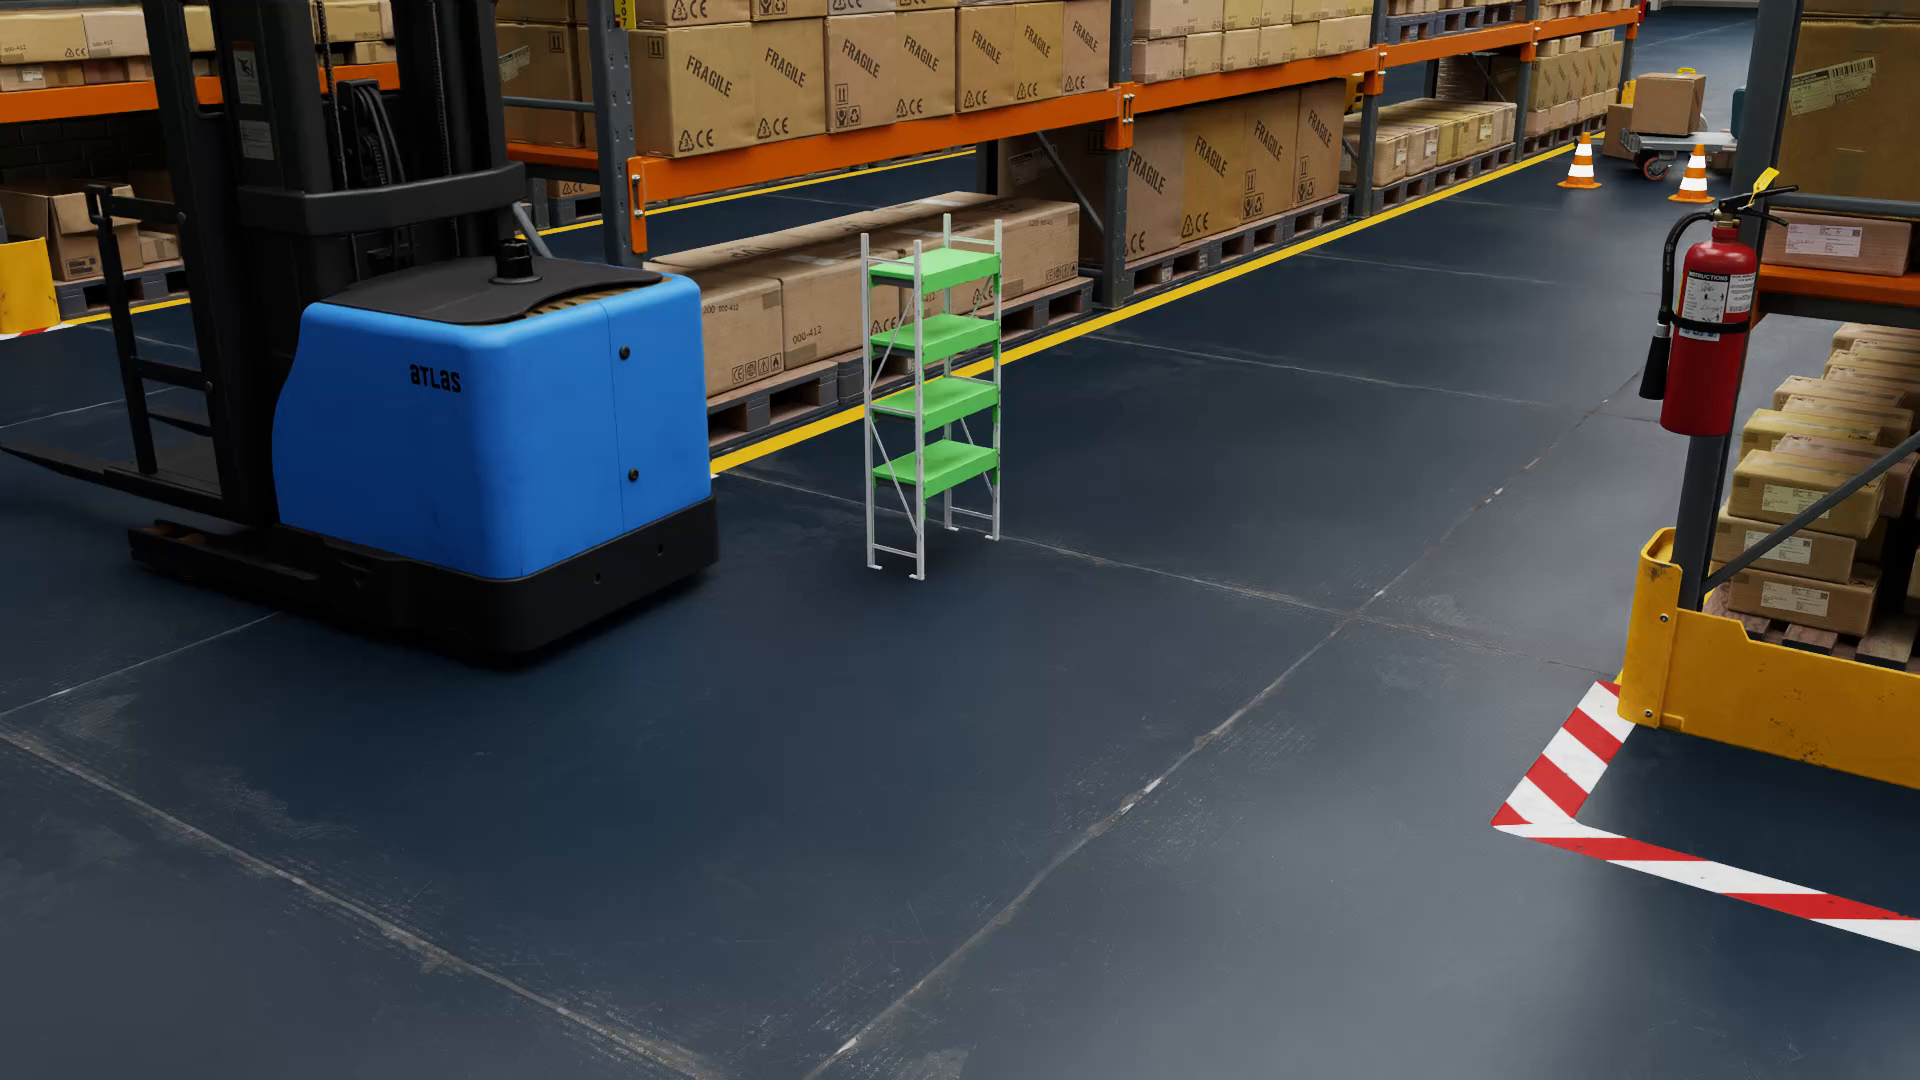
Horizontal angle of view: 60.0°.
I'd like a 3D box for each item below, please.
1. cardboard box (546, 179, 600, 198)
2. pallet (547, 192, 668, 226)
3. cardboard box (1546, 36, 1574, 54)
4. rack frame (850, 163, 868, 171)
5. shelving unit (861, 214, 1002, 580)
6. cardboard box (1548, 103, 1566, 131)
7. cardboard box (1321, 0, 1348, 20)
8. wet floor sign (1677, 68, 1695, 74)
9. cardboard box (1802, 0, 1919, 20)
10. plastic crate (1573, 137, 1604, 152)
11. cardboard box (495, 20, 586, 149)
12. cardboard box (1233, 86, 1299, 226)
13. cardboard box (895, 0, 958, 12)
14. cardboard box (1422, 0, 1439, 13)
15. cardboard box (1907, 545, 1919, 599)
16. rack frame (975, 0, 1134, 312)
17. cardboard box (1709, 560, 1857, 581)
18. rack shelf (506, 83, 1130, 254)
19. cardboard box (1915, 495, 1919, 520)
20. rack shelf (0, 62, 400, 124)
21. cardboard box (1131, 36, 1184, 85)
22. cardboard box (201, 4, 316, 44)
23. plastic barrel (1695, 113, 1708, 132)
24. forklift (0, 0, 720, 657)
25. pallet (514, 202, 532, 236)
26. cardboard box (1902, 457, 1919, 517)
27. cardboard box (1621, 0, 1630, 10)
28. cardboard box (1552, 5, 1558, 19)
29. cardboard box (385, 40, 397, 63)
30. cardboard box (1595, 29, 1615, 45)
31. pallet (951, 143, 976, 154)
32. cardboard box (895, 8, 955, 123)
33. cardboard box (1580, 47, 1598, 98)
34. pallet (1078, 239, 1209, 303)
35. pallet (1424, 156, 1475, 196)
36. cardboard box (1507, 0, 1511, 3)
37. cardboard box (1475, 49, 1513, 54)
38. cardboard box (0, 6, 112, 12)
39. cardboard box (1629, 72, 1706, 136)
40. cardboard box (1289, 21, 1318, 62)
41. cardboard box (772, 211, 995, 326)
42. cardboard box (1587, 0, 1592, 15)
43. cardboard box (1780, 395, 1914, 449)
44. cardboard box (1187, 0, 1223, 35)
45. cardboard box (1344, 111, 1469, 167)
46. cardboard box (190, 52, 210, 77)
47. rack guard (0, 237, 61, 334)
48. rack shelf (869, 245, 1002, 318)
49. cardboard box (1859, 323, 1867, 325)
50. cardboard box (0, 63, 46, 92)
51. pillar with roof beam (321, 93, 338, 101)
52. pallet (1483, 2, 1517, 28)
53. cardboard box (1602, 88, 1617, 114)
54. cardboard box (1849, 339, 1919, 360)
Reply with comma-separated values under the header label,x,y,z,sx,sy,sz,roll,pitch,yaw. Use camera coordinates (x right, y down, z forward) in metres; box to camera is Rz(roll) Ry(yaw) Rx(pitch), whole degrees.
label,x,y,z,sx,sy,sz,roll,pitch,yaw
cardboard box,-3.109,-2.971,12.971,0.500,0.500,0.500,15,25,34
pallet,-3.141,-2.785,13.489,1.003,0.211,1.213,13,24,32
cardboard box,6.000,-5.032,16.887,0.380,0.149,0.250,14,25,34
rack frame,-1.318,-4.999,15.457,1.000,3.000,0.127,13,24,32
shelving unit,-0.093,-0.515,5.928,0.258,1.200,0.503,13,24,32
cardboard box,5.884,-4.359,17.085,0.500,0.250,0.500,15,25,35
cardboard box,2.442,-3.860,11.873,0.500,0.250,0.500,13,24,30
wet floor sign,8.278,-5.069,19.040,0.232,0.644,0.267,-14,25,-33
cardboard box,2.494,-1.636,4.350,0.500,0.500,0.500,13,24,31
plastic crate,6.599,-4.101,17.237,0.402,0.080,0.583,5,21,13
cardboard box,-1.656,-1.974,7.134,0.500,0.500,0.500,13,24,32
cardboard box,1.827,-2.796,11.957,0.875,0.875,0.875,14,24,32
cardboard box,-0.355,-2.777,7.864,0.500,0.500,0.500,13,24,32
cardboard box,3.676,-4.388,13.559,0.380,0.149,0.250,13,24,32
cardboard box,2.950,0.100,4.747,0.380,0.149,0.250,14,25,34
rack frame,0.541,-2.885,9.740,1.000,3.000,0.127,13,24,32
cardboard box,2.627,0.054,5.299,0.380,0.149,0.250,14,25,33
rack shelf,-0.584,-1.973,8.313,1.077,0.370,4.000,13,24,32
cardboard box,3.074,-0.126,4.929,0.380,0.149,0.250,14,24,33
rack shelf,-4.691,-2.940,10.928,1.077,0.370,4.000,13,24,32
cardboard box,1.006,-2.889,9.968,0.500,0.250,0.500,13,24,31
cardboard box,-4.502,-3.292,10.630,0.500,0.250,0.500,13,24,30
plastic barrel,7.377,-4.232,17.095,0.421,0.421,0.512,-6,21,-15
forklift,-2.378,-1.372,5.750,3.031,2.935,1.130,12,23,29
pallet,-3.953,-2.347,12.306,1.003,0.211,1.213,13,24,32
cardboard box,3.030,-0.214,5.594,0.380,0.149,0.250,13,24,31
cardboard box,7.202,-5.967,18.434,0.380,0.149,0.250,13,24,31
cardboard box,5.703,-5.255,16.510,0.380,0.149,0.250,13,24,32
cardboard box,-3.961,-3.365,11.400,0.380,0.149,0.250,14,24,33
cardboard box,6.901,-5.492,18.131,0.380,0.149,0.250,14,25,33
pallet,-0.137,-4.269,17.501,1.003,0.211,1.213,13,24,32
cardboard box,-0.371,-2.306,8.030,0.500,0.500,0.500,14,25,34
cardboard box,6.472,-5.012,17.769,0.500,0.500,0.500,13,24,31
pallet,0.912,-1.813,10.862,1.003,0.211,1.213,13,24,32
pallet,3.916,-3.297,14.874,1.003,0.211,1.213,13,24,32
cardboard box,4.814,-4.986,15.176,0.380,0.149,0.250,12,24,30
cardboard box,5.433,-4.808,17.215,0.500,0.500,0.500,14,24,33
cardboard box,-5.485,-3.105,10.122,0.500,0.250,0.500,13,24,32
cardboard box,6.527,-4.024,15.332,0.500,0.500,0.500,13,24,32
cardboard box,2.149,-3.475,11.553,0.500,0.250,0.500,13,24,31
cardboard box,-0.404,-1.464,8.986,0.875,0.438,0.875,12,24,30
cardboard box,6.326,-5.533,17.262,0.380,0.149,0.250,13,24,32
cardboard box,2.958,-0.363,5.569,0.380,0.149,0.250,12,24,30
cardboard box,1.291,-3.275,10.291,0.500,0.250,0.500,14,24,33
cardboard box,3.954,-3.587,14.821,0.950,0.372,0.625,14,25,34
cardboard box,-4.842,-2.929,10.222,0.380,0.149,0.250,14,24,33
rack guard,-5.772,-1.553,9.744,1.175,0.500,0.348,13,24,32
rack shelf,-0.093,-0.906,5.784,0.258,0.148,0.480,13,24,32
cardboard box,4.123,-0.961,7.187,0.380,0.149,0.250,15,25,34
cardboard box,-5.403,-2.627,9.405,0.380,0.149,0.250,13,24,31
pillar with roof beam,-1.143,-5.802,8.979,9.100,9.000,0.400,13,24,32
pallet,4.488,-4.899,15.462,1.003,0.211,1.213,13,24,32
cardboard box,7.041,-4.944,18.665,0.500,0.250,0.500,13,24,32
cardboard box,3.598,-0.649,6.341,0.380,0.149,0.250,12,24,30
